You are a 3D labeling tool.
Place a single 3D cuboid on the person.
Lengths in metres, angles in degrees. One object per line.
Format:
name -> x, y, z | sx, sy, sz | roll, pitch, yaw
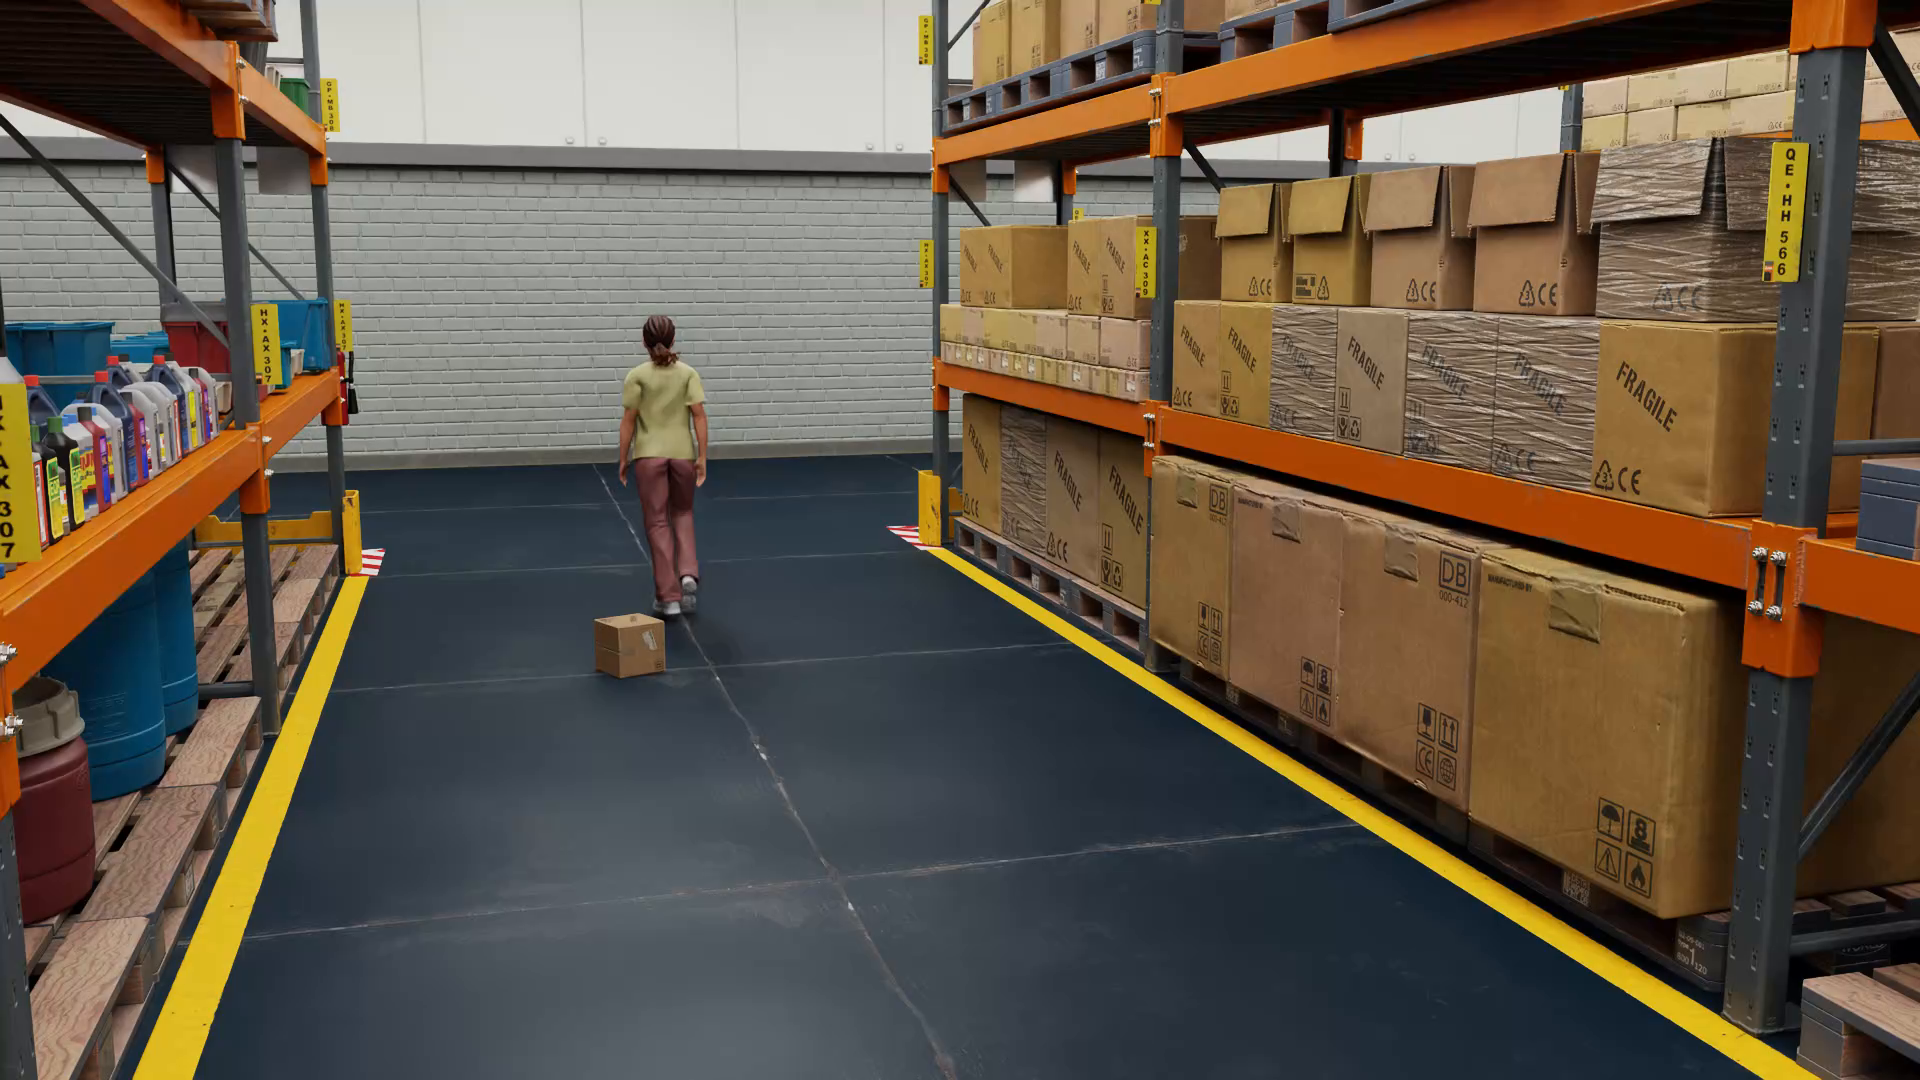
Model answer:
person -> -1.667, -0.401, 9.330 | 0.463, 1.714, 0.479 | -4, 10, -25
